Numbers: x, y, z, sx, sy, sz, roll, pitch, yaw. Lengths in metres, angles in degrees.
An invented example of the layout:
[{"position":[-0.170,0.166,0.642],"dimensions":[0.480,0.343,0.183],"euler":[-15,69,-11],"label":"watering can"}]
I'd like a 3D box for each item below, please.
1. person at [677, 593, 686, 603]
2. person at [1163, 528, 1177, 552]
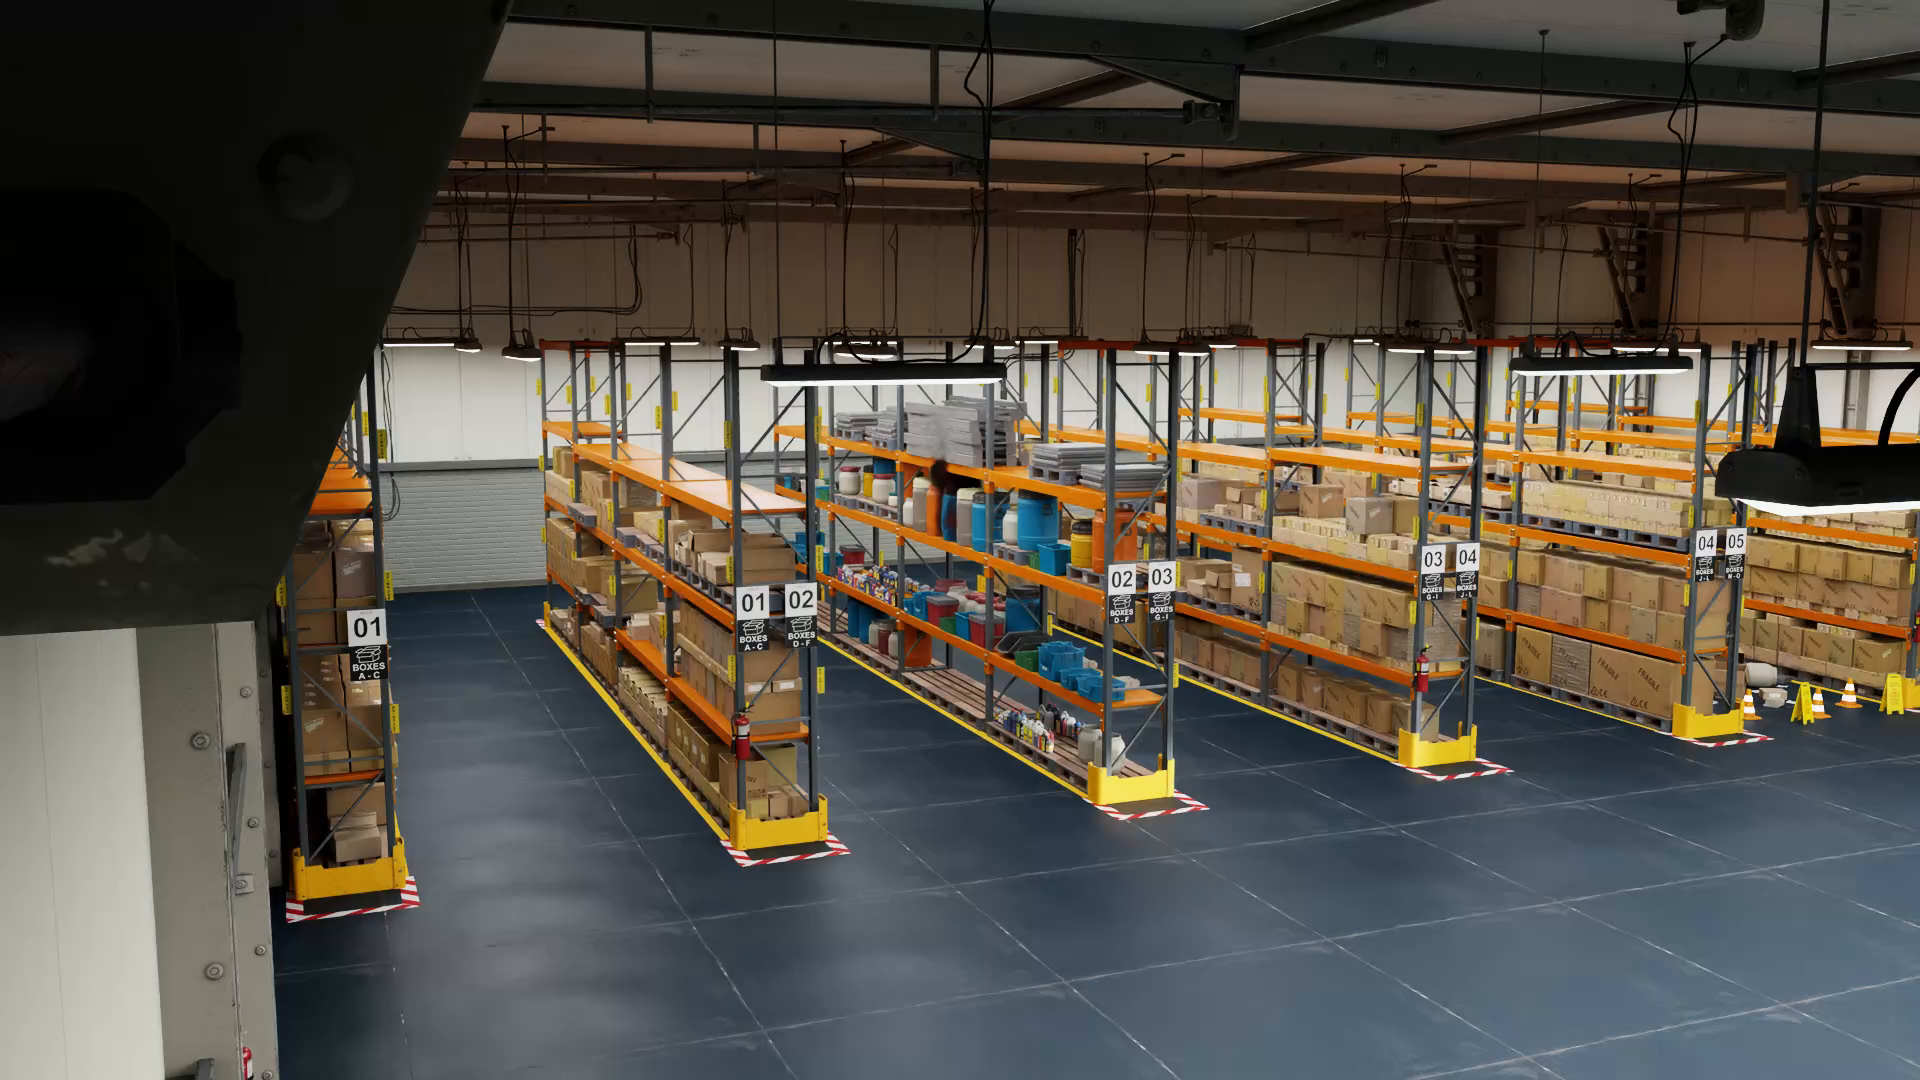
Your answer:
[{"position":[-5.655,1.225,34.019],"dimensions":[0.549,1.398,0.699],"euler":[-5,9,-32],"label":"person"},{"position":[4.595,0.547,38.163],"dimensions":[0.711,1.728,0.890],"euler":[-3,8,-23],"label":"person"}]
